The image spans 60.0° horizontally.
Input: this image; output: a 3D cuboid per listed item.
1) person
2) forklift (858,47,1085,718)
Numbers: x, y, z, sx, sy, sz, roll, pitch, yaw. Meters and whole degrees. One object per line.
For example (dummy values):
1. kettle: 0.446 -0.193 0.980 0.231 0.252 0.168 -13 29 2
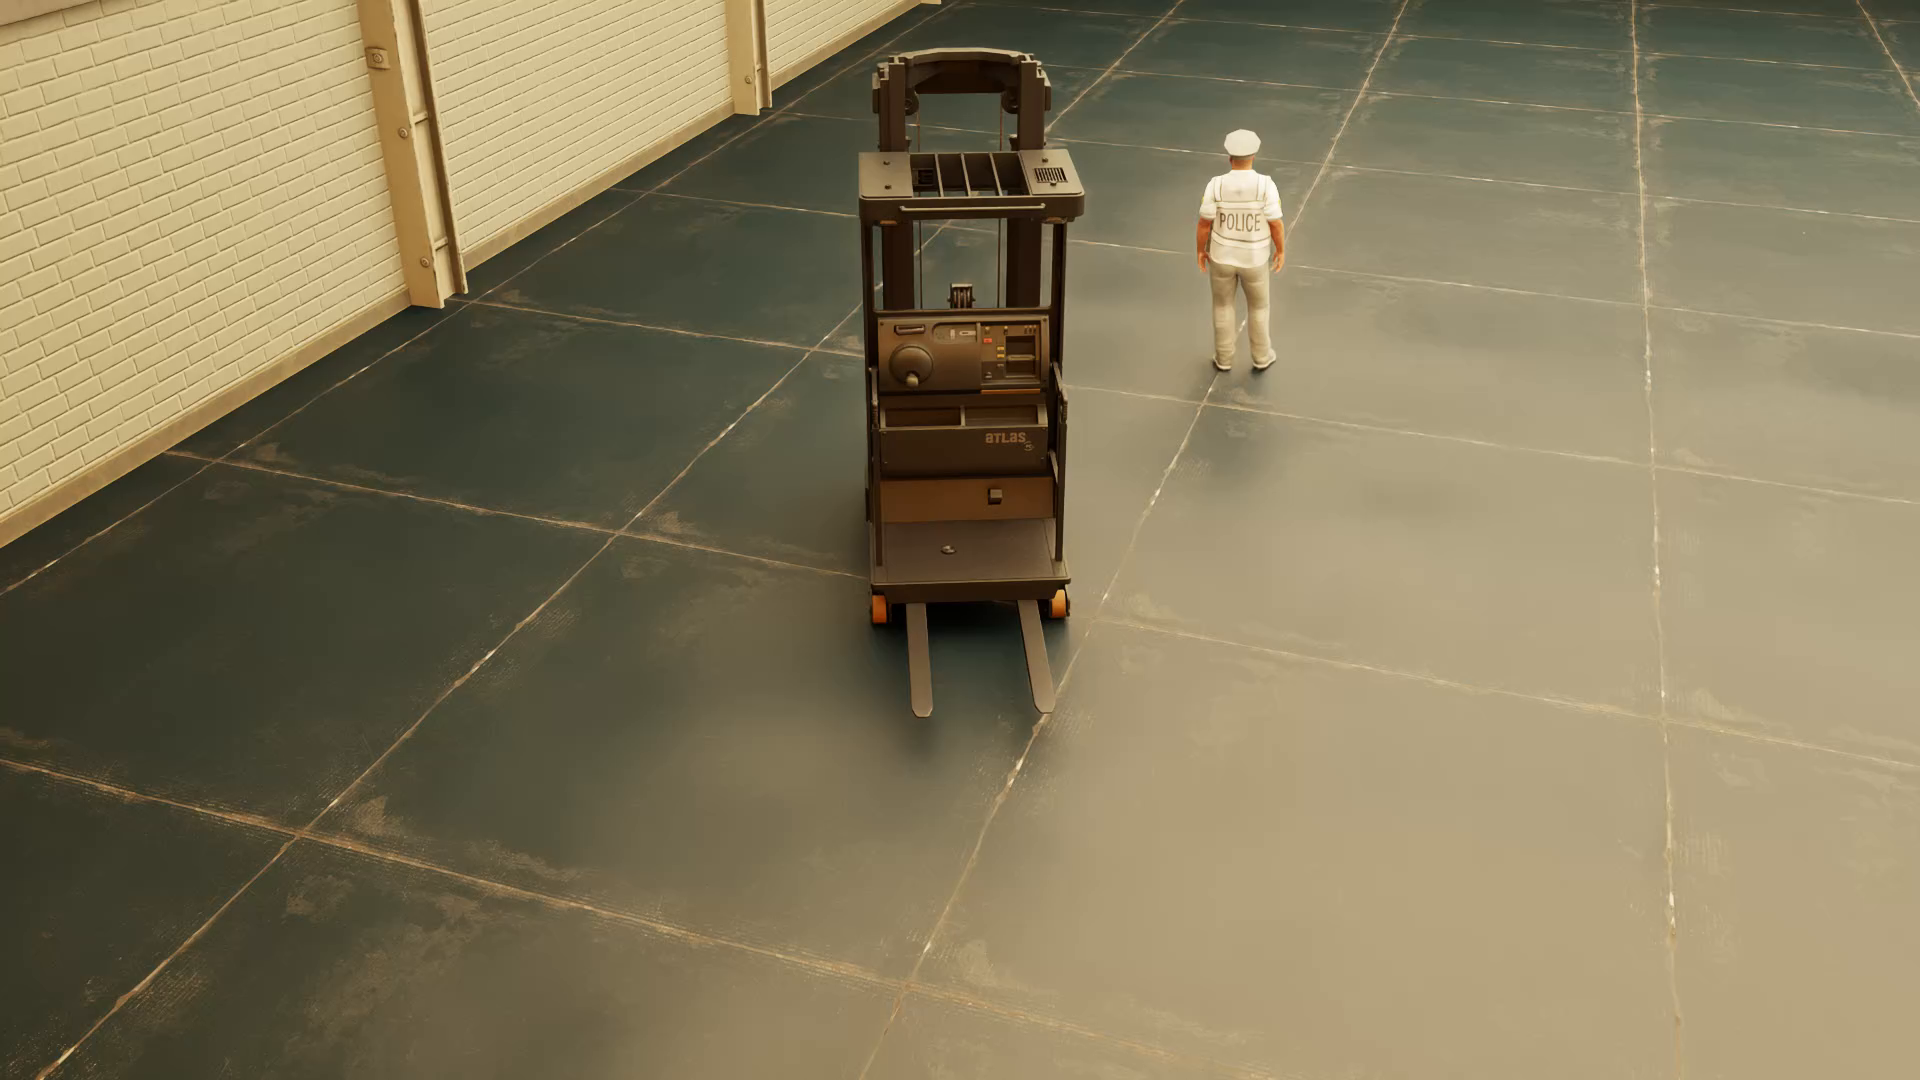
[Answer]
1. person: 2.015 -2.075 11.927 0.629 1.785 0.564 7 30 13
2. forklift: 0.035 -0.972 8.842 1.130 2.935 3.031 -2 30 -3
